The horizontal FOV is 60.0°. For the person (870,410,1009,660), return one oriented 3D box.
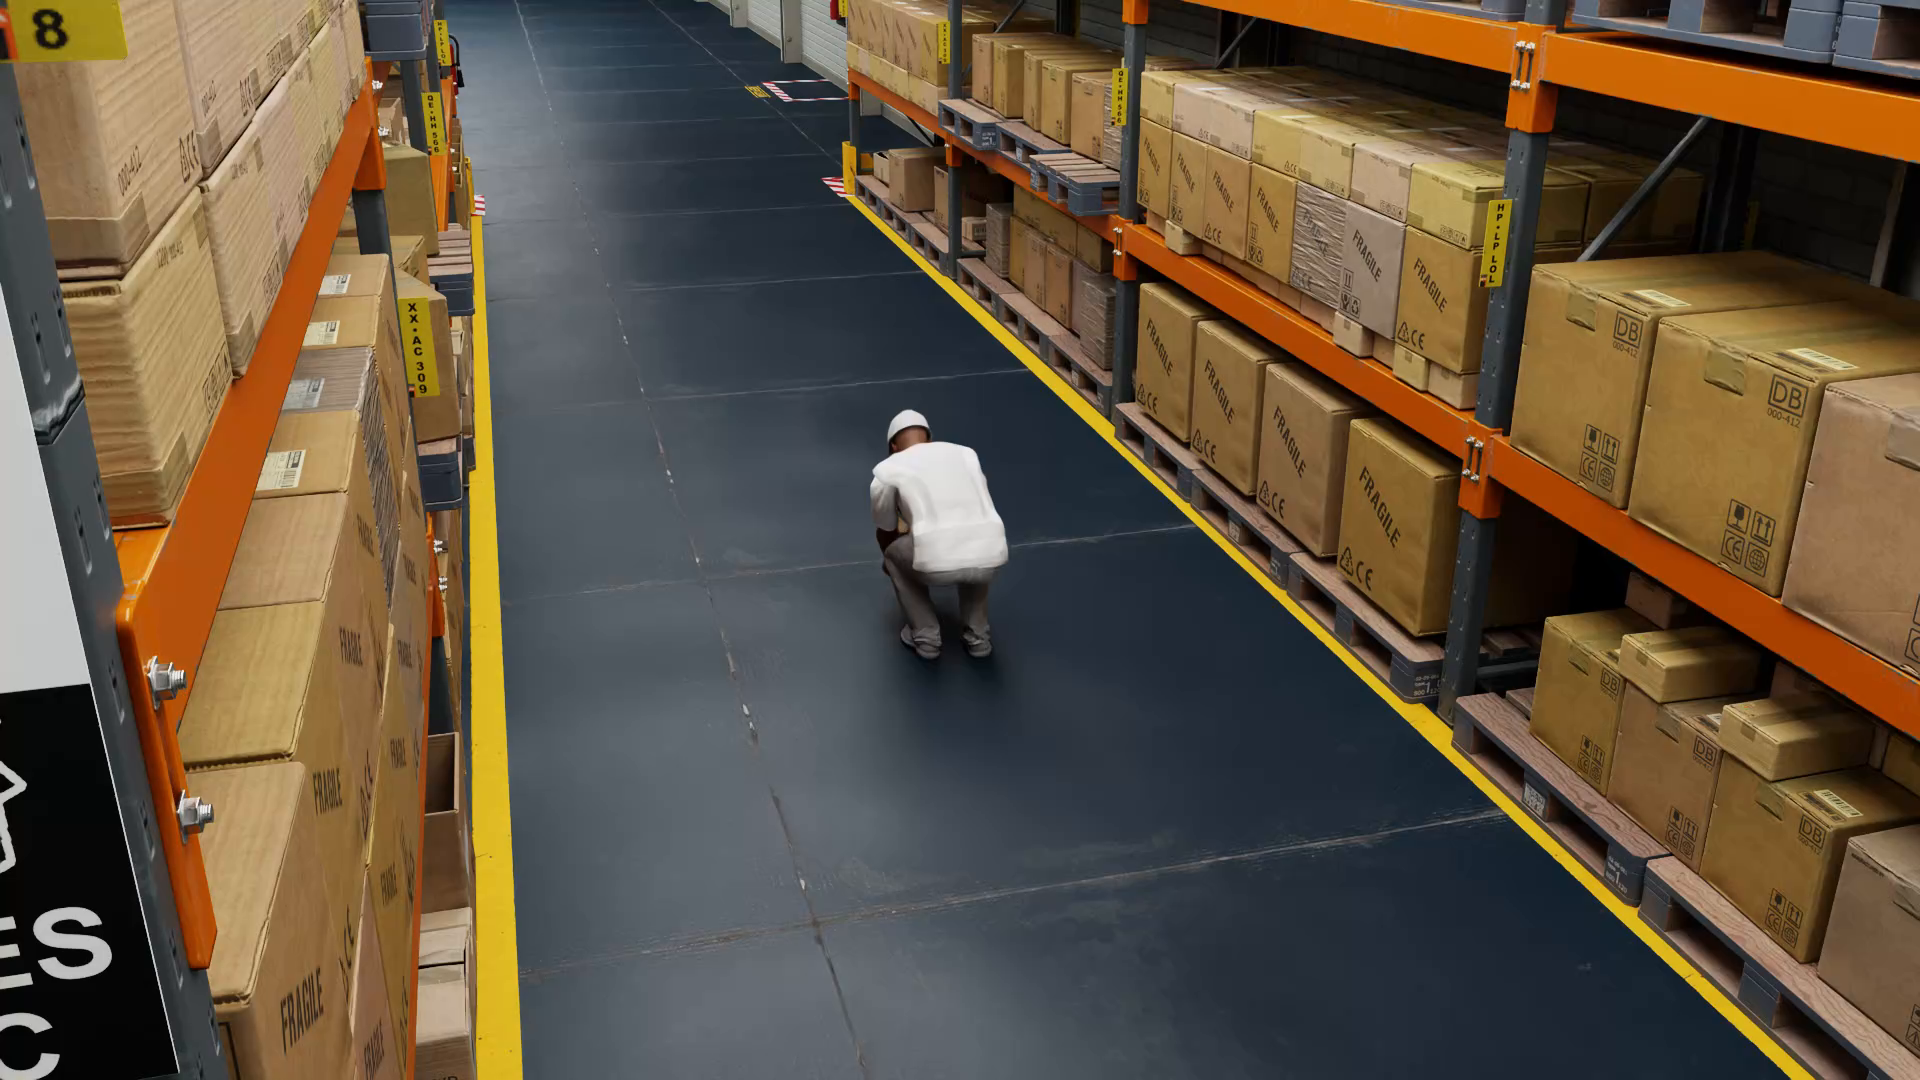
[{"bbox_3d":[-0.123,-0.011,7.577,0.537,1.010,0.909,-7,24,-16],"label":"person"}]
